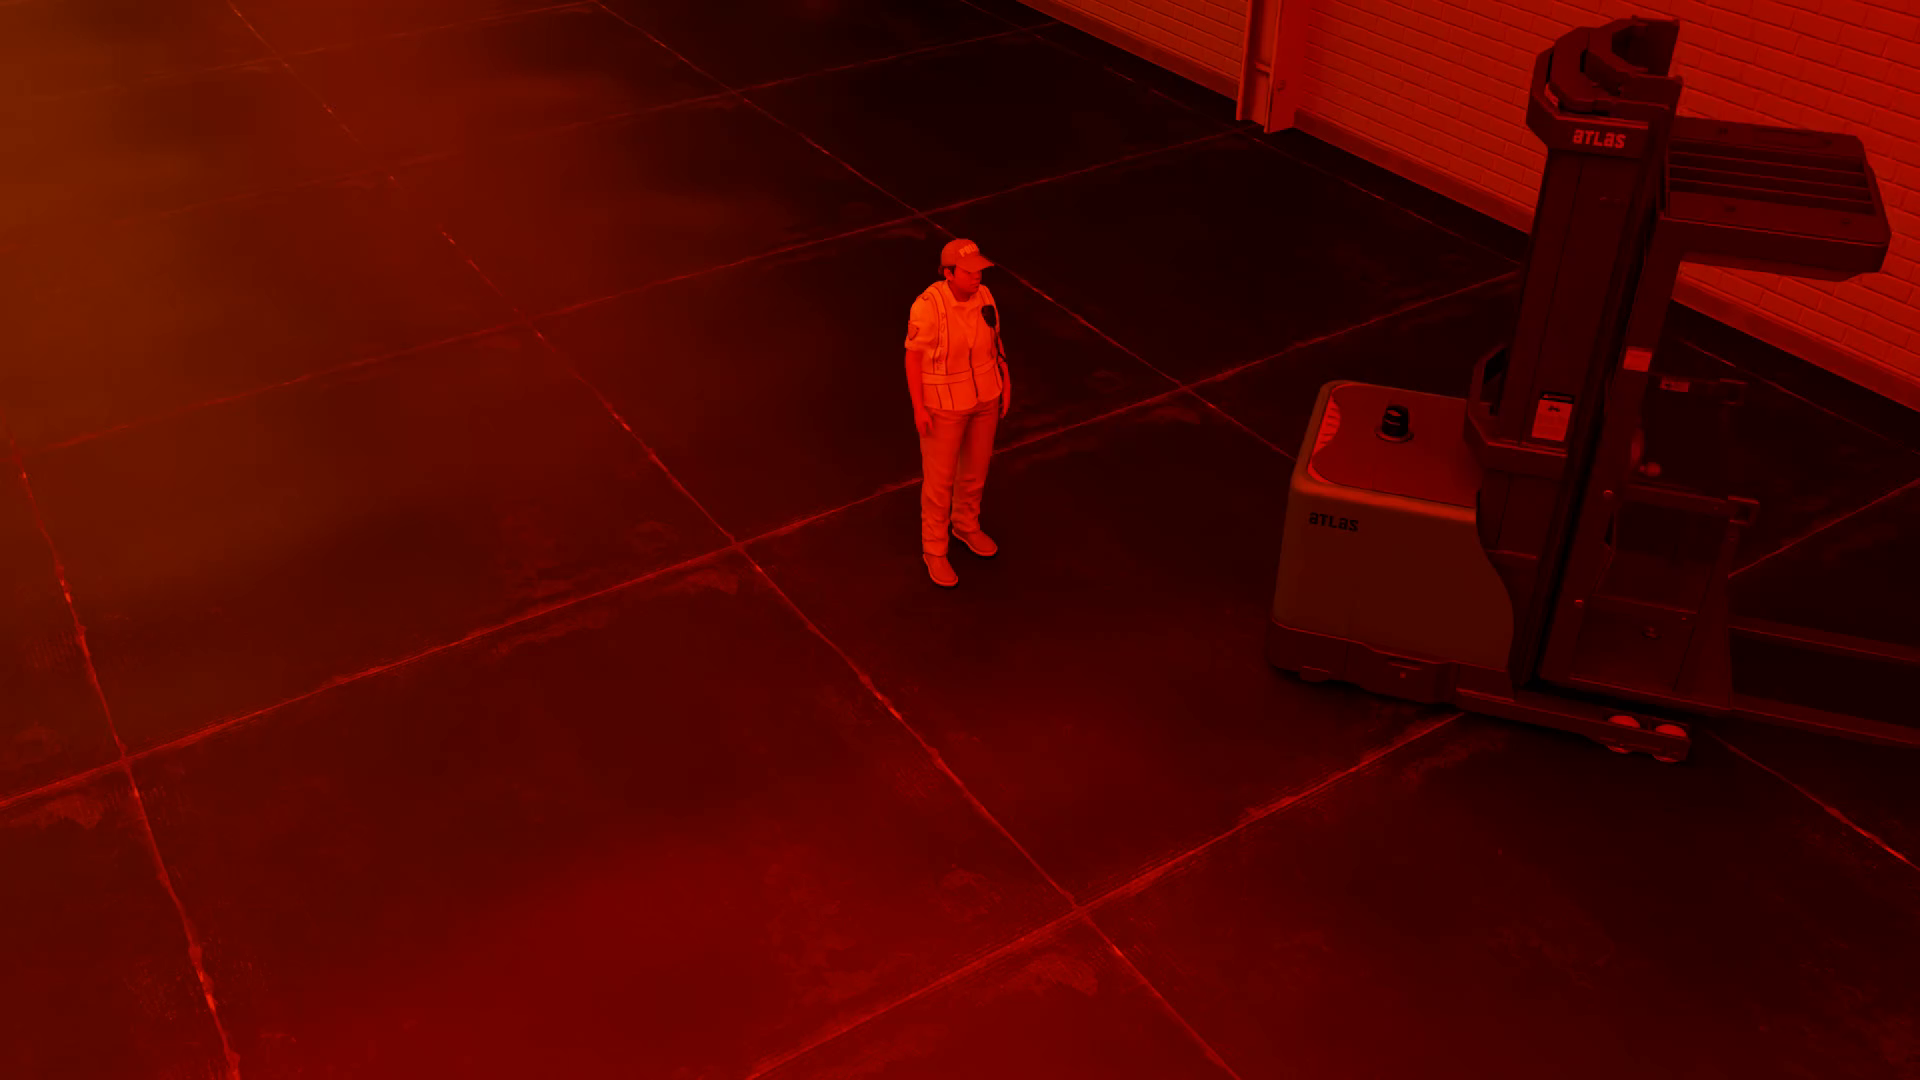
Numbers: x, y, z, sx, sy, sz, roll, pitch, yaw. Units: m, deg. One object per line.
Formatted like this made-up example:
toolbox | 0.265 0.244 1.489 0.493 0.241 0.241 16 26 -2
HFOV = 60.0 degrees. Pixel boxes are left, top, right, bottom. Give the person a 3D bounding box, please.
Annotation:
person | 0.023 -0.645 8.150 0.598 1.670 0.529 -21 40 -27

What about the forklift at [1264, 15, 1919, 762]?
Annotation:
forklift | 3.002 -0.568 6.955 3.031 2.935 1.130 11 37 15
